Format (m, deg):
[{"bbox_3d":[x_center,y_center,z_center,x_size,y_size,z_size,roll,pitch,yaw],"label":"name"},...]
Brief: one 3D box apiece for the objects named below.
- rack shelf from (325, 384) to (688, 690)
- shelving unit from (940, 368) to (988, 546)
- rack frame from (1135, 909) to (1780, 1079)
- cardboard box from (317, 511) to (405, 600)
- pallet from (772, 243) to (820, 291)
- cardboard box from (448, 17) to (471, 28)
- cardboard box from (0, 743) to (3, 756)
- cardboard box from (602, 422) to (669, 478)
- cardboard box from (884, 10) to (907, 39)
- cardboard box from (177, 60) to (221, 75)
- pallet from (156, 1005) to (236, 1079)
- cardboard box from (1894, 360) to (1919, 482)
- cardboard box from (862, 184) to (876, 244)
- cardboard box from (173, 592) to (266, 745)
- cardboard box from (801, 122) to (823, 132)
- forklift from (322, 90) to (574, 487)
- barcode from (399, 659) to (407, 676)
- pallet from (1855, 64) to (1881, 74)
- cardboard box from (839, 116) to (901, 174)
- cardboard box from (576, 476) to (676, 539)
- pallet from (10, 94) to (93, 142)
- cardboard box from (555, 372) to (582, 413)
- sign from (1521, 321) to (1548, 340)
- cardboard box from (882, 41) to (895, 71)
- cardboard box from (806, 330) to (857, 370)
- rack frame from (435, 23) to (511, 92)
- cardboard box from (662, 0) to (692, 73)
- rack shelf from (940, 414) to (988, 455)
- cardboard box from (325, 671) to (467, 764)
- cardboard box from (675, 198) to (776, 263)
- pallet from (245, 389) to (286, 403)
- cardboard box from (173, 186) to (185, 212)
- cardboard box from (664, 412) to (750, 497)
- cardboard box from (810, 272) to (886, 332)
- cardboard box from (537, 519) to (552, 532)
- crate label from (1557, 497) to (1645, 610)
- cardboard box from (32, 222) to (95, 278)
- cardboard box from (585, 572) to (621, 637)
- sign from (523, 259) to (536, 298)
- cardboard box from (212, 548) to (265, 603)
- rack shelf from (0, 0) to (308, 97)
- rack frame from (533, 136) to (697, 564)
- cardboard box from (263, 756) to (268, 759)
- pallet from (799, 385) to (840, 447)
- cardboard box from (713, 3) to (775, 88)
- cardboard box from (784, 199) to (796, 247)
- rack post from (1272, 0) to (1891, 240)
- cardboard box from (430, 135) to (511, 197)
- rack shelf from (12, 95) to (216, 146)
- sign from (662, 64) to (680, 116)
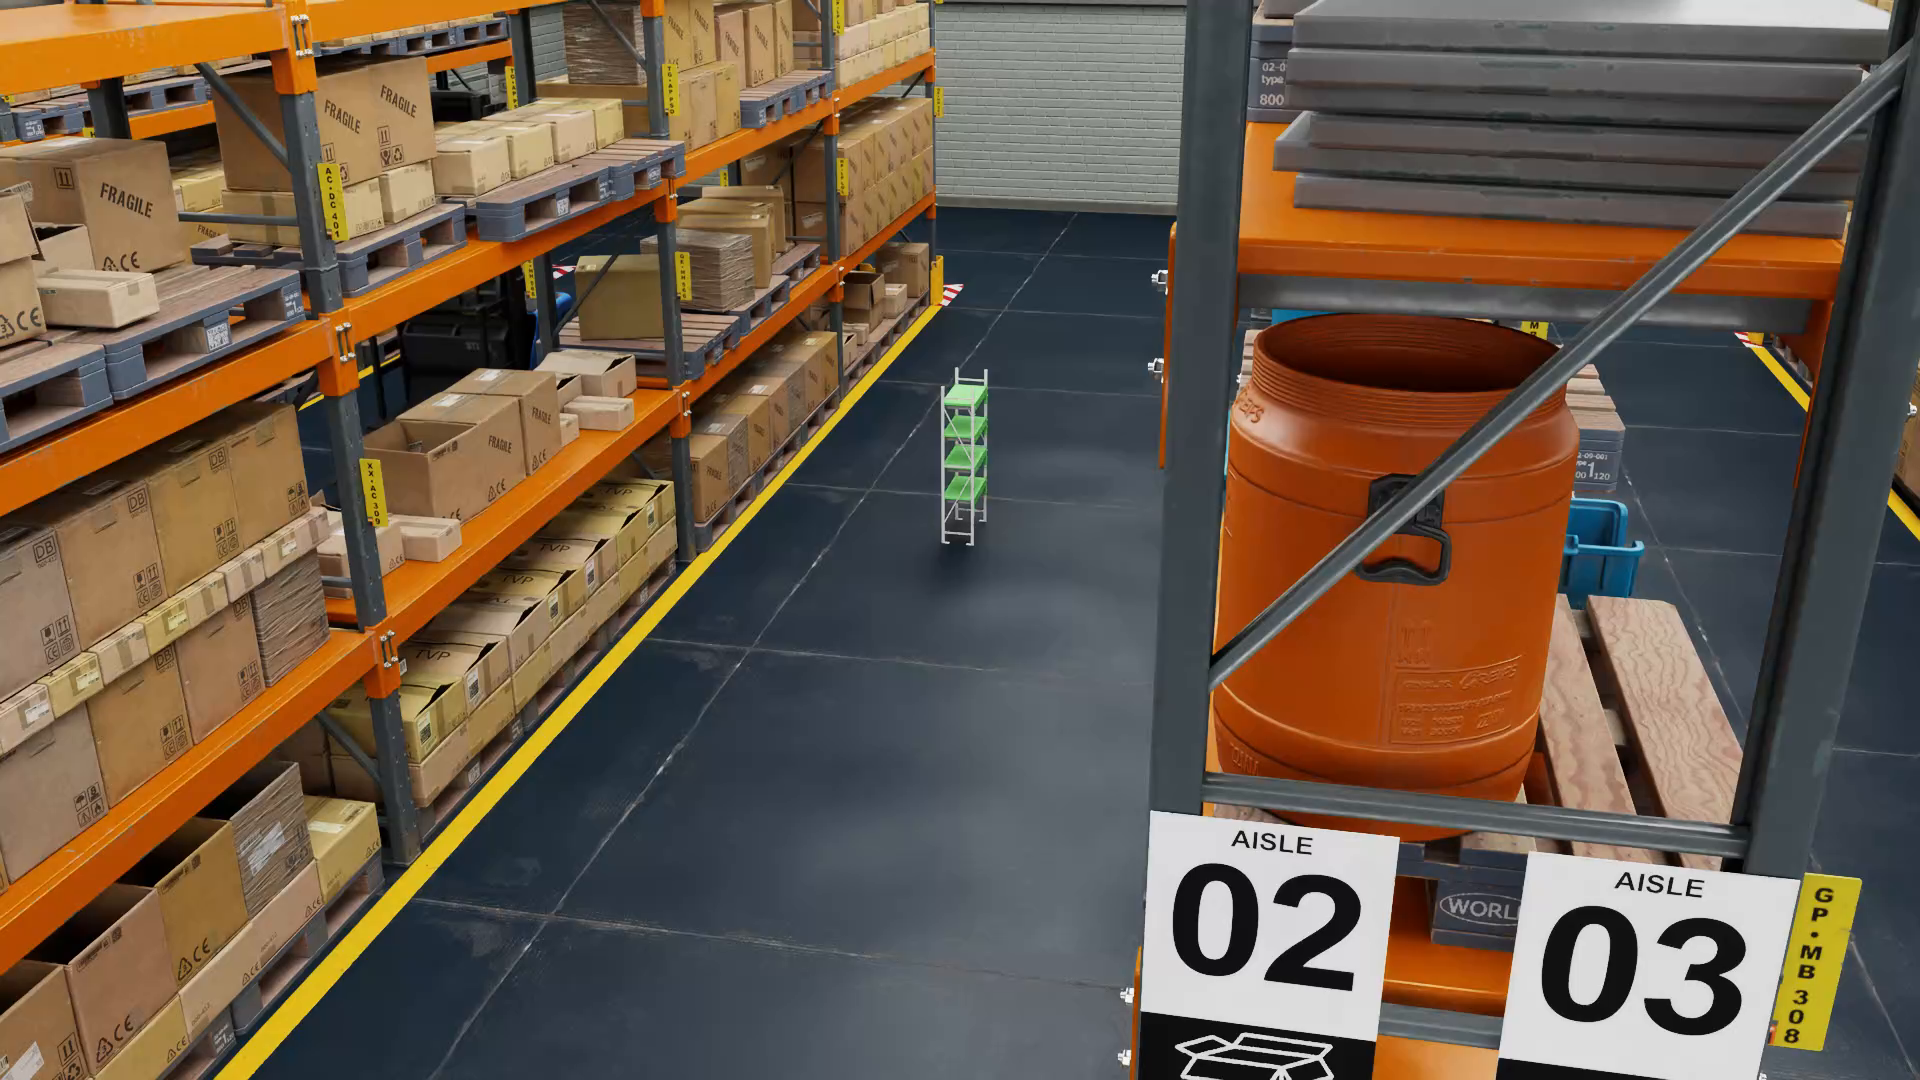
[{"bbox_3d":[-2.815,-0.215,9.836,1.077,0.370,4.000,4,22,11],"label":"rack shelf"},{"bbox_3d":[0.034,-0.617,12.280,0.258,1.200,0.503,4,22,11],"label":"shelving unit"},{"bbox_3d":[0.809,2.024,3.312,1.000,3.000,0.127,4,22,11],"label":"rack frame"},{"bbox_3d":[-3.166,0.069,8.369,0.500,0.250,0.500,6,23,14],"label":"cardboard box"},{"bbox_3d":[-1.861,-2.370,14.481,1.003,0.211,1.213,4,22,11],"label":"pallet"},{"bbox_3d":[-5.620,-5.667,17.899,0.500,0.250,0.500,4,22,9],"label":"cardboard box"},{"bbox_3d":[-3.488,0.700,5.599,0.380,0.149,0.250,4,22,10],"label":"cardboard box"},{"bbox_3d":[-2.446,-0.685,12.796,0.500,0.500,0.500,5,23,13],"label":"cardboard box"},{"bbox_3d":[-0.837,-5.187,16.735,0.500,0.250,0.500,4,22,11],"label":"cardboard box"},{"bbox_3d":[-6.778,-4.239,14.127,0.700,0.500,0.500,4,22,10],"label":"cardboard box"},{"bbox_3d":[-3.673,2.211,6.581,1.003,0.211,1.213,4,22,11],"label":"pallet"},{"bbox_3d":[7.995,-0.960,13.005,1.225,0.875,0.875,5,22,11],"label":"cardboard box"},{"bbox_3d":[-1.119,-3.143,16.008,0.500,0.500,0.500,5,22,12],"label":"cardboard box"},{"bbox_3d":[-3.409,0.492,6.982,0.700,0.500,0.500,4,22,10],"label":"cardboard box"},{"bbox_3d":[-1.536,-3.830,16.376,0.500,0.500,0.500,5,22,11],"label":"cardboard box"},{"bbox_3d":[-4.287,-2.103,13.651,1.130,2.935,3.031,4,22,11],"label":"forklift"},{"bbox_3d":[-2.764,0.631,8.244,0.001,0.075,0.075,4,22,11],"label":"barcode"},{"bbox_3d":[8.535,-4.080,14.573,1.003,0.211,1.213,4,22,11],"label":"pallet"},{"bbox_3d":[-0.905,-3.970,16.724,0.500,0.500,0.500,5,23,13],"label":"cardboard box"},{"bbox_3d":[-2.273,-0.250,11.326,0.500,0.311,0.500,5,22,12],"label":"cardboard box"},{"bbox_3d":[-7.178,-3.200,12.522,1.213,0.211,1.003,6,23,13],"label":"pallet"},{"bbox_3d":[-2.779,-0.927,10.759,0.500,0.311,0.500,4,22,10],"label":"cardboard box"},{"bbox_3d":[2.161,-0.788,6.268,0.100,0.325,0.005,4,22,11],"label":"sign"},{"bbox_3d":[-0.941,-4.773,16.374,0.500,0.250,0.500,4,22,11],"label":"cardboard box"},{"bbox_3d":[-1.294,-1.837,15.910,0.500,0.311,0.500,4,22,11],"label":"cardboard box"},{"bbox_3d":[-5.625,-4.583,19.717,1.000,3.000,0.127,4,22,11],"label":"rack frame"},{"bbox_3d":[-2.208,-3.528,11.610,0.500,0.500,0.500,4,22,11],"label":"cardboard box"},{"bbox_3d":[0.034,-0.780,12.214,0.258,0.148,0.480,4,22,11],"label":"rack shelf"},{"bbox_3d":[-2.895,0.871,8.544,0.500,0.311,0.500,5,22,11],"label":"cardboard box"},{"bbox_3d":[-1.985,-2.572,14.029,0.700,0.500,0.500,8,23,19],"label":"cardboard box"},{"bbox_3d":[-6.772,-1.091,14.779,1.003,0.211,1.213,4,22,11],"label":"pallet"},{"bbox_3d":[-6.705,-2.724,13.540,0.500,0.250,0.500,5,22,11],"label":"cardboard box"},{"bbox_3d":[-1.933,-0.662,12.738,0.500,0.500,0.500,4,22,9],"label":"cardboard box"},{"bbox_3d":[-1.213,-2.477,17.241,0.797,0.503,0.637,4,22,11],"label":"cardboard box"},{"bbox_3d":[-2.900,-0.098,10.950,0.500,0.311,0.500,4,22,10],"label":"cardboard box"},{"bbox_3d":[1.514,0.042,4.417,0.502,0.251,0.408,4,22,11],"label":"crate label"},{"bbox_3d":[-3.694,-1.066,6.339,0.500,0.311,0.500,3,22,8],"label":"cardboard box"},{"bbox_3d":[-2.483,0.384,10.504,0.500,0.250,0.500,5,22,12],"label":"cardboard box"},{"bbox_3d":[-2.940,-1.819,11.410,0.100,0.325,0.005,4,22,11],"label":"sign"},{"bbox_3d":[-3.172,0.137,6.996,0.380,0.149,0.250,4,22,9],"label":"cardboard box"},{"bbox_3d":[-3.631,-1.350,5.158,1.077,0.370,4.000,4,22,11],"label":"rack shelf"},{"bbox_3d":[-2.407,-1.280,11.518,1.000,3.000,0.127,4,22,11],"label":"rack frame"},{"bbox_3d":[-3.624,1.061,7.819,0.500,0.500,0.500,4,22,11],"label":"cardboard box"},{"bbox_3d":[-1.720,-1.149,14.925,1.003,0.211,1.213,4,22,11],"label":"pallet"},{"bbox_3d":[-1.880,-3.998,13.419,0.600,0.600,0.600,4,22,10],"label":"cardboard box"},{"bbox_3d":[-1.740,-2.992,15.634,0.500,0.500,0.500,5,22,12],"label":"cardboard box"},{"bbox_3d":[1.088,-0.793,2.947,0.937,0.300,0.954,7,23,17],"label":"rack post"},{"bbox_3d":[-2.773,-2.029,8.999,0.500,0.250,0.500,3,22,6],"label":"cardboard box"},{"bbox_3d":[-6.849,-3.446,13.842,1.077,0.370,4.000,4,22,11],"label":"rack shelf"},{"bbox_3d":[-1.865,-2.903,10.734,0.100,0.325,0.005,4,22,11],"label":"sign"}]
